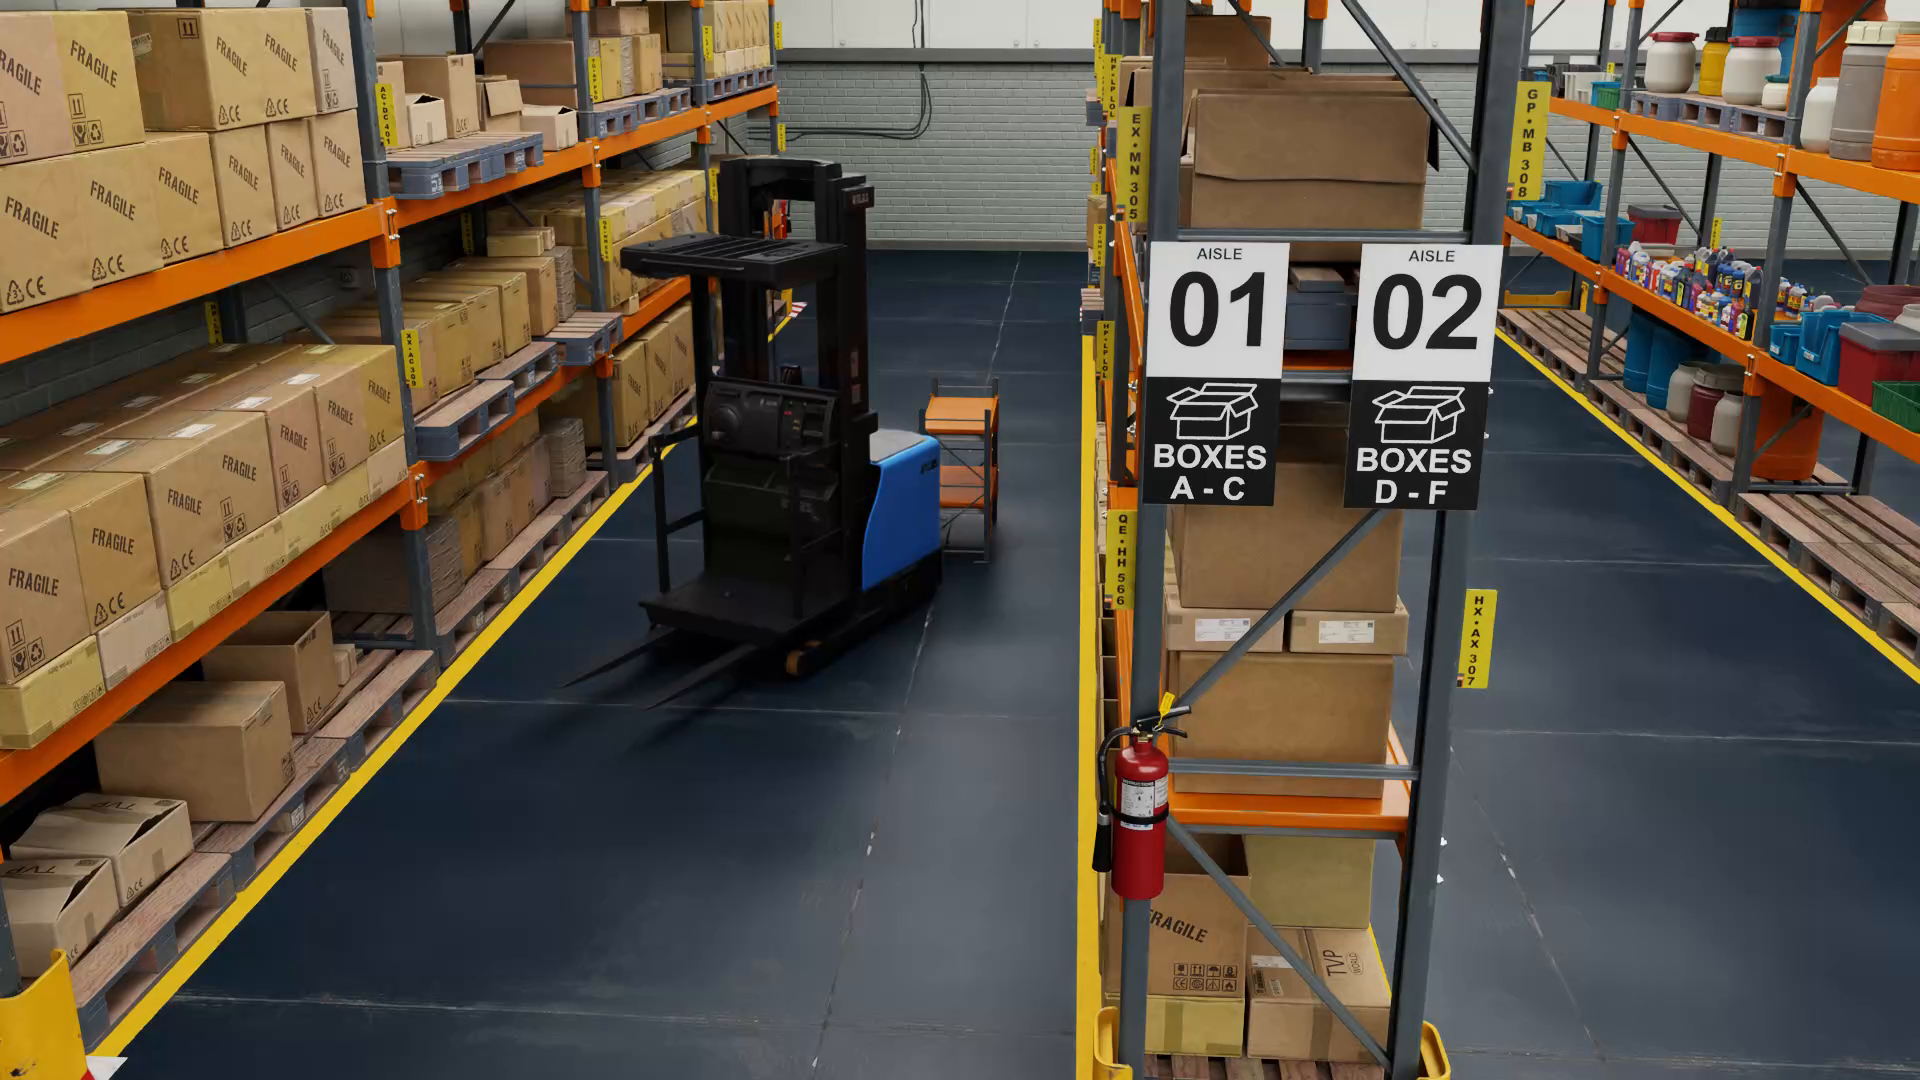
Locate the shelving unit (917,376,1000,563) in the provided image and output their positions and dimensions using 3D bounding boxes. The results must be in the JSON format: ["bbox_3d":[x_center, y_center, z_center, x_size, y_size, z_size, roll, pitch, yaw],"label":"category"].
[{"bbox_3d":[0.000,-0.537,12.254,0.538,1.125,1.048,1,18,4],"label":"shelving unit"}]

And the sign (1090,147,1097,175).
[{"bbox_3d":[1.650,-4.651,20.409,0.100,0.325,0.005,1,18,4],"label":"sign"}]

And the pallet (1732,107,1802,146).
[{"bbox_3d":[6.710,-3.202,12.864,1.003,0.211,1.213,1,18,4],"label":"pallet"}]

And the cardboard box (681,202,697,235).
[{"bbox_3d":[-2.845,-2.985,16.045,0.500,0.500,0.500,1,18,4],"label":"cardboard box"}]

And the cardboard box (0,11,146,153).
[{"bbox_3d":[-3.515,-1.753,6.341,0.500,0.500,0.500,2,18,5],"label":"cardboard box"}]

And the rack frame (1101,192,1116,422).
[{"bbox_3d":[1.618,-1.743,12.924,1.000,3.000,0.127,1,18,4],"label":"rack frame"}]

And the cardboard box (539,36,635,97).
[{"bbox_3d":[-3.285,-4.177,14.669,0.700,0.500,0.500,1,18,4],"label":"cardboard box"}]

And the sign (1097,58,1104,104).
[{"bbox_3d":[1.077,-3.426,12.415,0.100,0.325,0.005,1,18,4],"label":"sign"}]

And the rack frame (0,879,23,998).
[{"bbox_3d":[-3.894,0.633,5.675,0.949,2.616,0.053,1,18,4],"label":"rack frame"}]

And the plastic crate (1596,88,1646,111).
[{"bbox_3d":[6.574,-4.336,16.362,0.450,0.188,0.662,1,18,4],"label":"plastic crate"}]

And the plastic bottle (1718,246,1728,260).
[{"bbox_3d":[7.105,-2.557,15.488,0.144,0.351,0.185,1,18,4],"label":"plastic bottle"}]

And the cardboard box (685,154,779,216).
[{"bbox_3d":[-2.777,-4.321,20.310,0.980,0.700,0.700,2,18,6],"label":"cardboard box"}]

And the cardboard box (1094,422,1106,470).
[{"bbox_3d":[1.287,-0.746,12.723,0.500,0.311,0.500,2,18,6],"label":"cardboard box"}]

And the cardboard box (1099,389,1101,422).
[{"bbox_3d":[1.488,-1.220,14.638,0.500,0.500,0.500,1,18,2],"label":"cardboard box"}]

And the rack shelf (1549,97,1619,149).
[{"bbox_3d":[6.988,-4.578,17.915,1.077,0.370,4.000,1,18,4],"label":"rack shelf"}]

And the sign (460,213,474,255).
[{"bbox_3d":[-3.877,-2.414,13.112,0.100,0.325,0.005,1,18,4],"label":"sign"}]

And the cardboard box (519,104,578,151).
[{"bbox_3d":[-3.106,-3.015,12.101,0.500,0.311,0.500,1,18,4],"label":"cardboard box"}]

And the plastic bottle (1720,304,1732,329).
[{"bbox_3d":[6.211,-1.809,13.445,0.097,0.201,0.097,0,18,0],"label":"plastic bottle"}]

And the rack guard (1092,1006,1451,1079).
[{"bbox_3d":[1.042,1.937,5.708,1.175,0.500,0.348,1,18,4],"label":"rack guard"}]

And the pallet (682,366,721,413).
[{"bbox_3d":[-3.017,-1.528,16.747,1.003,0.211,1.213,1,18,4],"label":"pallet"}]

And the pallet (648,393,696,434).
[{"bbox_3d":[-3.102,-1.148,15.587,1.003,0.211,1.213,1,18,4],"label":"pallet"}]

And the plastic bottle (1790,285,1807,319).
[{"bbox_3d":[7.006,-1.989,13.883,0.097,0.271,0.097,0,18,0],"label":"plastic bottle"}]

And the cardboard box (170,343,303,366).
[{"bbox_3d":[-3.852,-0.763,8.939,0.500,0.500,0.500,1,18,3],"label":"cardboard box"}]

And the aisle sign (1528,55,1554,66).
[{"bbox_3d":[6.840,-5.380,19.849,0.394,0.787,0.004,1,18,4],"label":"aisle sign"}]

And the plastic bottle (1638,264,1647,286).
[{"bbox_3d":[6.363,-2.464,15.445,0.097,0.201,0.097,0,18,0],"label":"plastic bottle"}]

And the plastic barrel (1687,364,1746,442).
[{"bbox_3d":[6.657,-1.188,14.428,0.600,0.588,0.708,1,18,4],"label":"plastic barrel"}]

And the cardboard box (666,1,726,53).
[{"bbox_3d":[-2.706,-5.267,17.064,0.500,0.500,0.500,1,18,3],"label":"cardboard box"}]

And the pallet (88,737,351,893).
[{"bbox_3d":[-3.708,1.305,8.102,1.003,0.211,1.213,1,18,4],"label":"pallet"}]

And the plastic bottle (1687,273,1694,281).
[{"bbox_3d":[6.327,-2.163,14.394,0.061,0.283,0.133,1,18,4],"label":"plastic bottle"}]

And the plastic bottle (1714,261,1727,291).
[{"bbox_3d":[6.951,-2.409,15.165,0.097,0.271,0.097,0,18,0],"label":"plastic bottle"}]

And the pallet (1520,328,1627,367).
[{"bbox_3d":[6.944,-2.157,18.668,1.003,0.211,1.213,1,18,4],"label":"pallet"}]

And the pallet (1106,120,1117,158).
[{"bbox_3d":[1.658,-2.866,11.837,1.213,0.211,1.003,2,18,6],"label":"pallet"}]

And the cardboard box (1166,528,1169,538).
[{"bbox_3d":[0.937,0.025,6.329,0.380,0.149,0.250,2,18,5],"label":"cardboard box"}]

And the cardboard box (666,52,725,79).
[{"bbox_3d":[-2.724,-4.904,17.162,0.500,0.250,0.500,1,18,4],"label":"cardboard box"}]

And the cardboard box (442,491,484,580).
[{"bbox_3d":[-3.587,-0.021,10.979,0.700,0.500,0.500,1,18,3],"label":"cardboard box"}]

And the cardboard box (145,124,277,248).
[{"bbox_3d":[-3.451,-1.600,7.479,0.500,0.500,0.500,1,18,2],"label":"cardboard box"}]

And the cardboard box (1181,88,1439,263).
[{"bbox_3d":[1.090,-1.177,5.315,0.797,0.503,0.637,3,18,8],"label":"cardboard box"}]

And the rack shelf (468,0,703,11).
[{"bbox_3d":[-3.180,-4.792,14.394,1.077,0.370,4.000,1,18,4],"label":"rack shelf"}]

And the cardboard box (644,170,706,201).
[{"bbox_3d":[-2.815,-3.498,16.407,0.500,0.250,0.500,2,18,5],"label":"cardboard box"}]

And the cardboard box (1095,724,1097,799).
[{"bbox_3d":[0.913,1.054,8.129,0.500,0.250,0.500,1,18,4],"label":"cardboard box"}]

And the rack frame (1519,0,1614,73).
[{"bbox_3d":[7.131,-6.966,19.231,1.000,3.000,0.127,1,18,4],"label":"rack frame"}]

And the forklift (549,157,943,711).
[{"bbox_3d":[-1.267,-0.732,9.949,1.130,2.935,3.031,10,20,27],"label":"forklift"}]

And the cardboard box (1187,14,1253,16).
[{"bbox_3d":[1.432,-2.778,9.630,0.500,0.500,0.500,3,18,9],"label":"cardboard box"}]

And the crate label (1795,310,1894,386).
[{"bbox_3d":[6.217,-1.345,11.654,0.502,0.435,0.616,1,18,4],"label":"crate label"}]

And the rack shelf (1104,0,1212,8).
[{"bbox_3d":[1.761,-4.683,14.060,1.077,0.370,4.000,1,18,4],"label":"rack shelf"}]

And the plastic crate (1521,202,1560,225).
[{"bbox_3d":[6.738,-3.791,19.347,0.416,0.233,0.300,1,18,4],"label":"plastic crate"}]

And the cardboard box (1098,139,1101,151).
[{"bbox_3d":[1.826,-4.300,18.963,0.500,0.500,0.500,2,18,5],"label":"cardboard box"}]

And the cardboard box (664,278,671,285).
[{"bbox_3d":[-2.913,-2.480,15.544,0.380,0.149,0.250,1,18,2],"label":"cardboard box"}]

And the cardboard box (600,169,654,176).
[{"bbox_3d":[-3.330,-3.512,16.449,0.500,0.250,0.500,2,18,6],"label":"cardboard box"}]

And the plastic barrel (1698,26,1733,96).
[{"bbox_3d":[6.982,-4.300,14.934,0.600,0.588,0.600,0,18,0],"label":"plastic barrel"}]

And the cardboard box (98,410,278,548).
[{"bbox_3d":[-3.449,-0.278,7.458,0.500,0.500,0.500,2,18,6],"label":"cardboard box"}]

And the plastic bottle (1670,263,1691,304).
[{"bbox_3d":[6.319,-2.245,14.536,0.144,0.351,0.185,1,18,4],"label":"plastic bottle"}]

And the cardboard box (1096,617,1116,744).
[{"bbox_3d":[0.914,0.698,8.012,0.500,0.500,0.500,1,18,4],"label":"cardboard box"}]
